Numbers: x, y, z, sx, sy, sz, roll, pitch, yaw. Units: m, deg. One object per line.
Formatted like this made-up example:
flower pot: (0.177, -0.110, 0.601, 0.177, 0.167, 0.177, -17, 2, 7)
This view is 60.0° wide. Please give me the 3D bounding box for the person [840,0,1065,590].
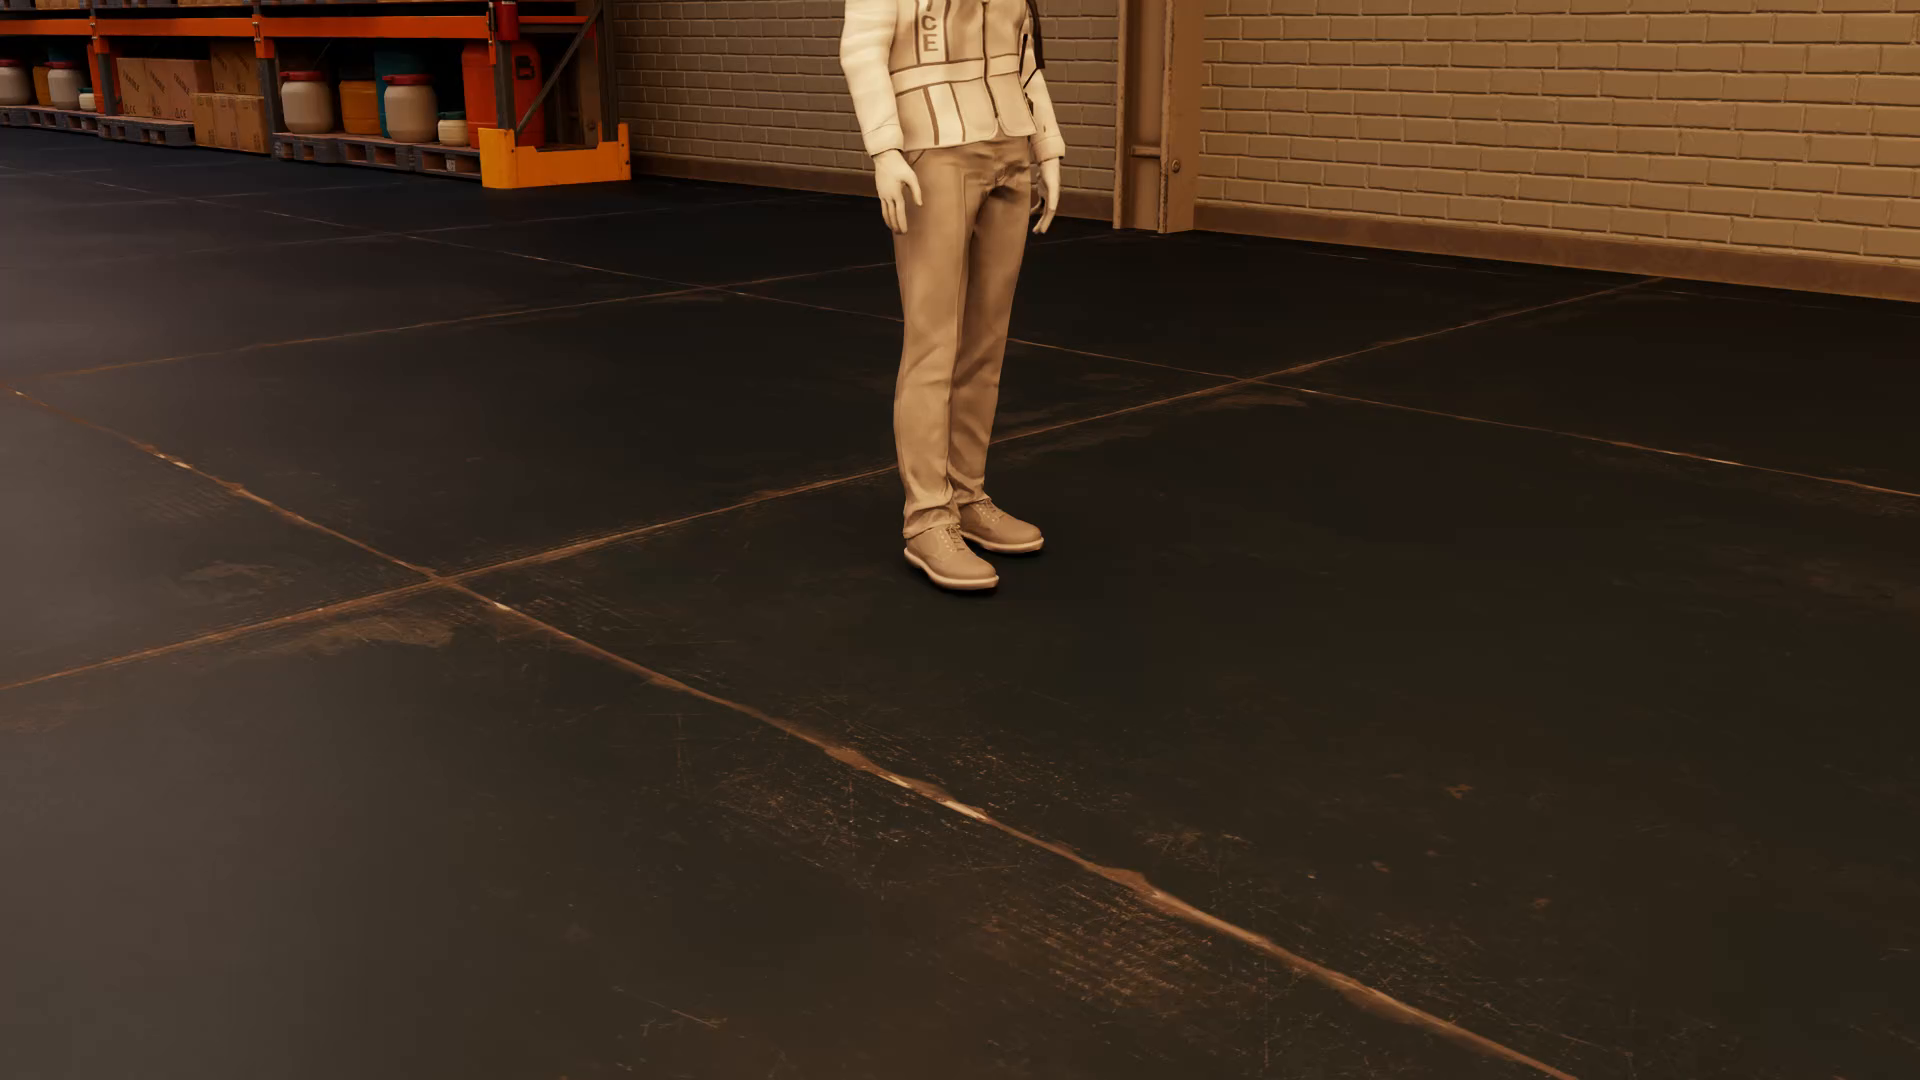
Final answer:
person: (0.044, -0.801, 3.593, 0.531, 1.695, 0.587, 16, 23, 42)
